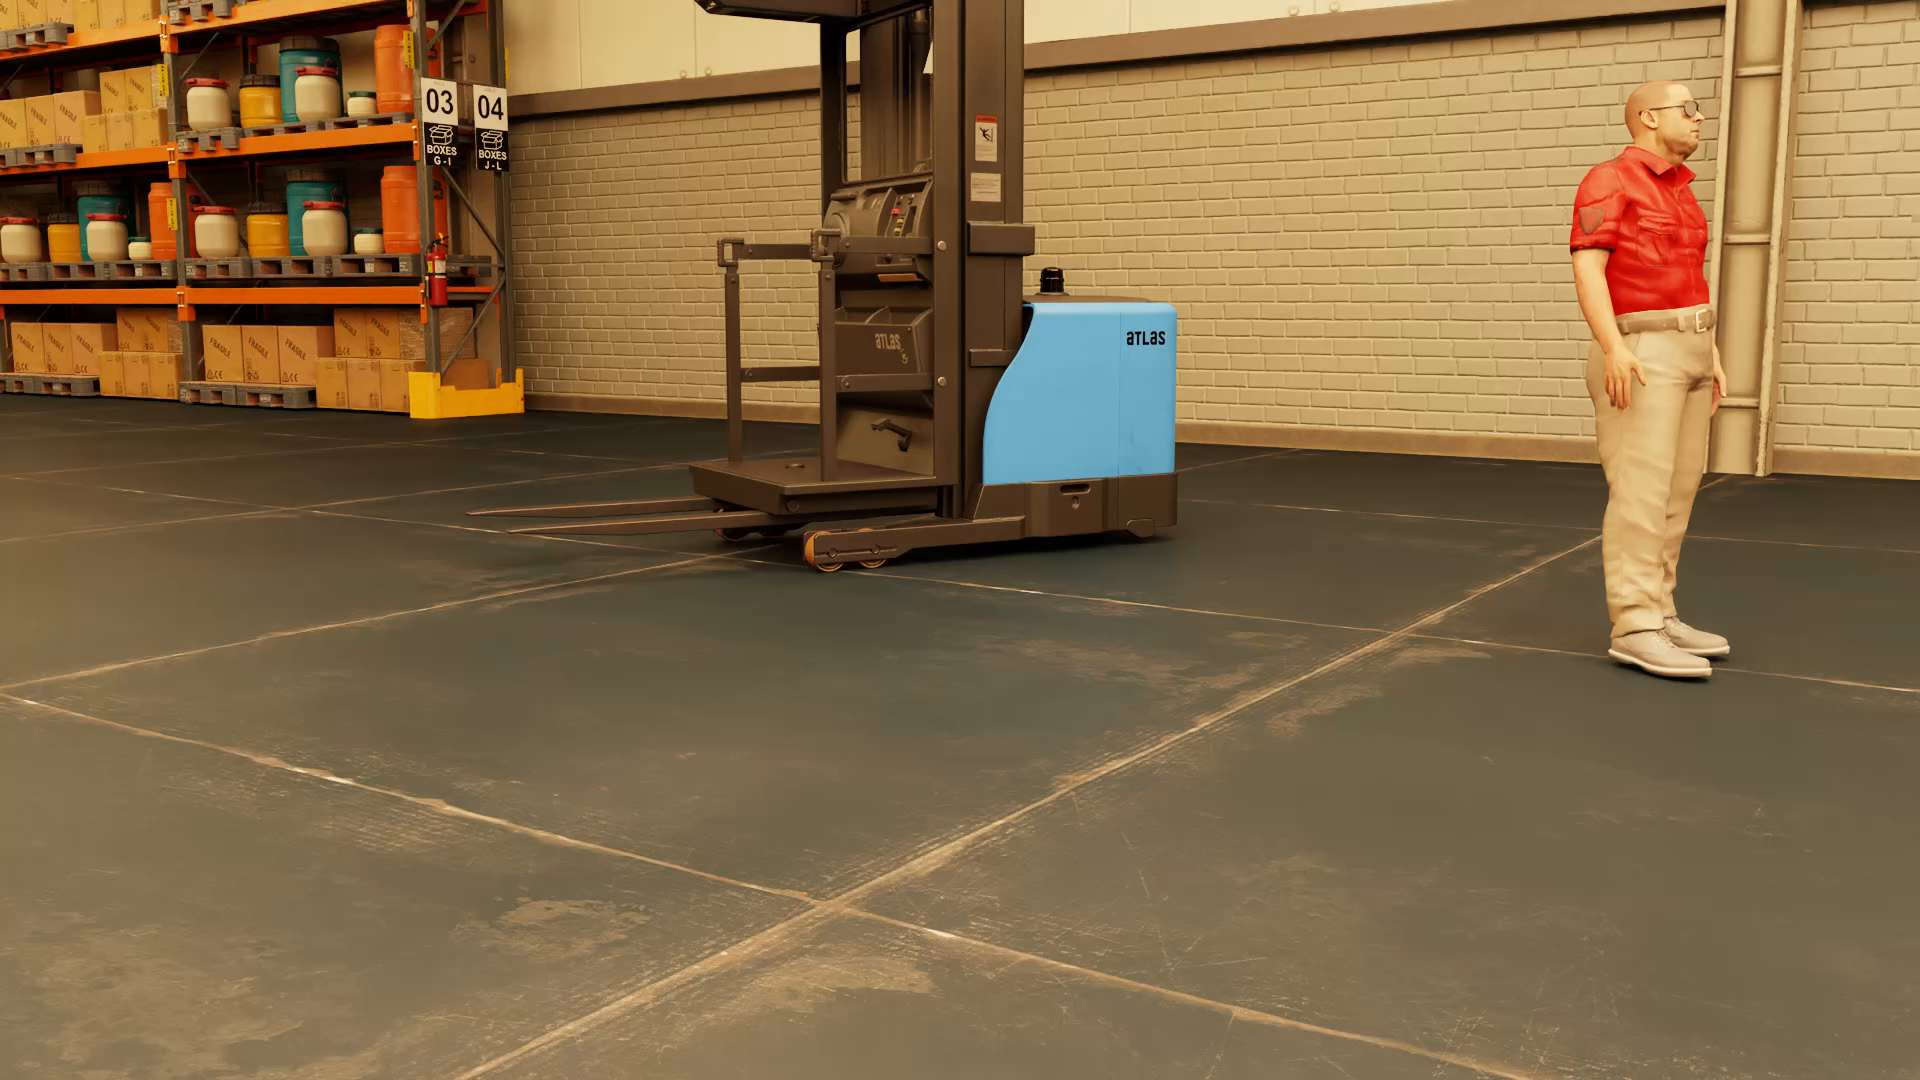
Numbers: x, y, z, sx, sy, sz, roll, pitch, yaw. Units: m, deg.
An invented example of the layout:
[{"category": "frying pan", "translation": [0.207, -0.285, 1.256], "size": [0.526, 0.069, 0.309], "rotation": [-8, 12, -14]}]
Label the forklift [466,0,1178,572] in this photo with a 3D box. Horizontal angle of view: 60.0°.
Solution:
[{"category": "forklift", "translation": [-0.544, -1.407, 7.090], "size": [3.031, 2.935, 1.130], "rotation": [-5, 9, -29]}]

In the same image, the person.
[{"category": "person", "translation": [2.159, -0.508, 4.985], "size": [0.641, 1.727, 0.551], "rotation": [-7, 10, -39]}]
